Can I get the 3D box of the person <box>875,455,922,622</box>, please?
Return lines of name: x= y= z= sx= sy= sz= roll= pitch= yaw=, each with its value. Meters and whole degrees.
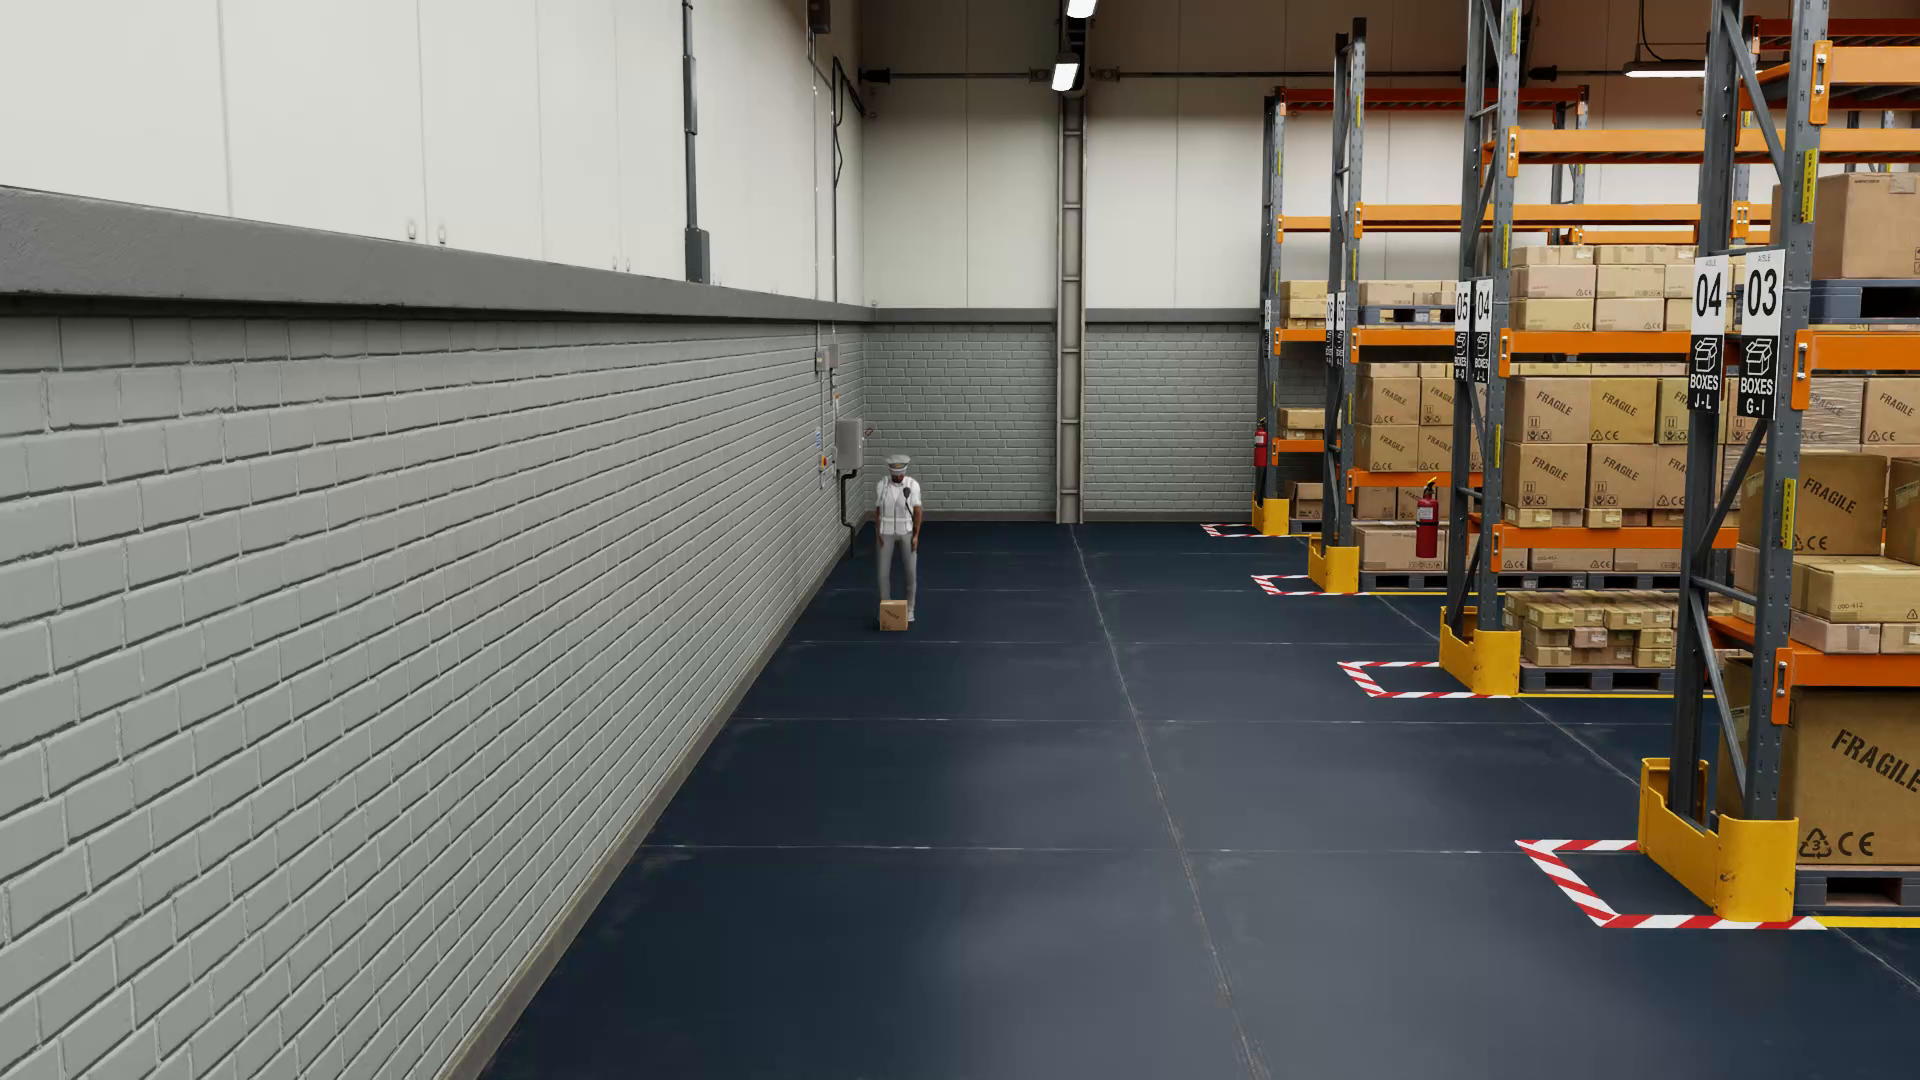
person: x=-0.595 y=-0.019 z=16.134 sx=0.457 sy=1.624 sz=0.442 roll=0 pitch=7 yaw=3
